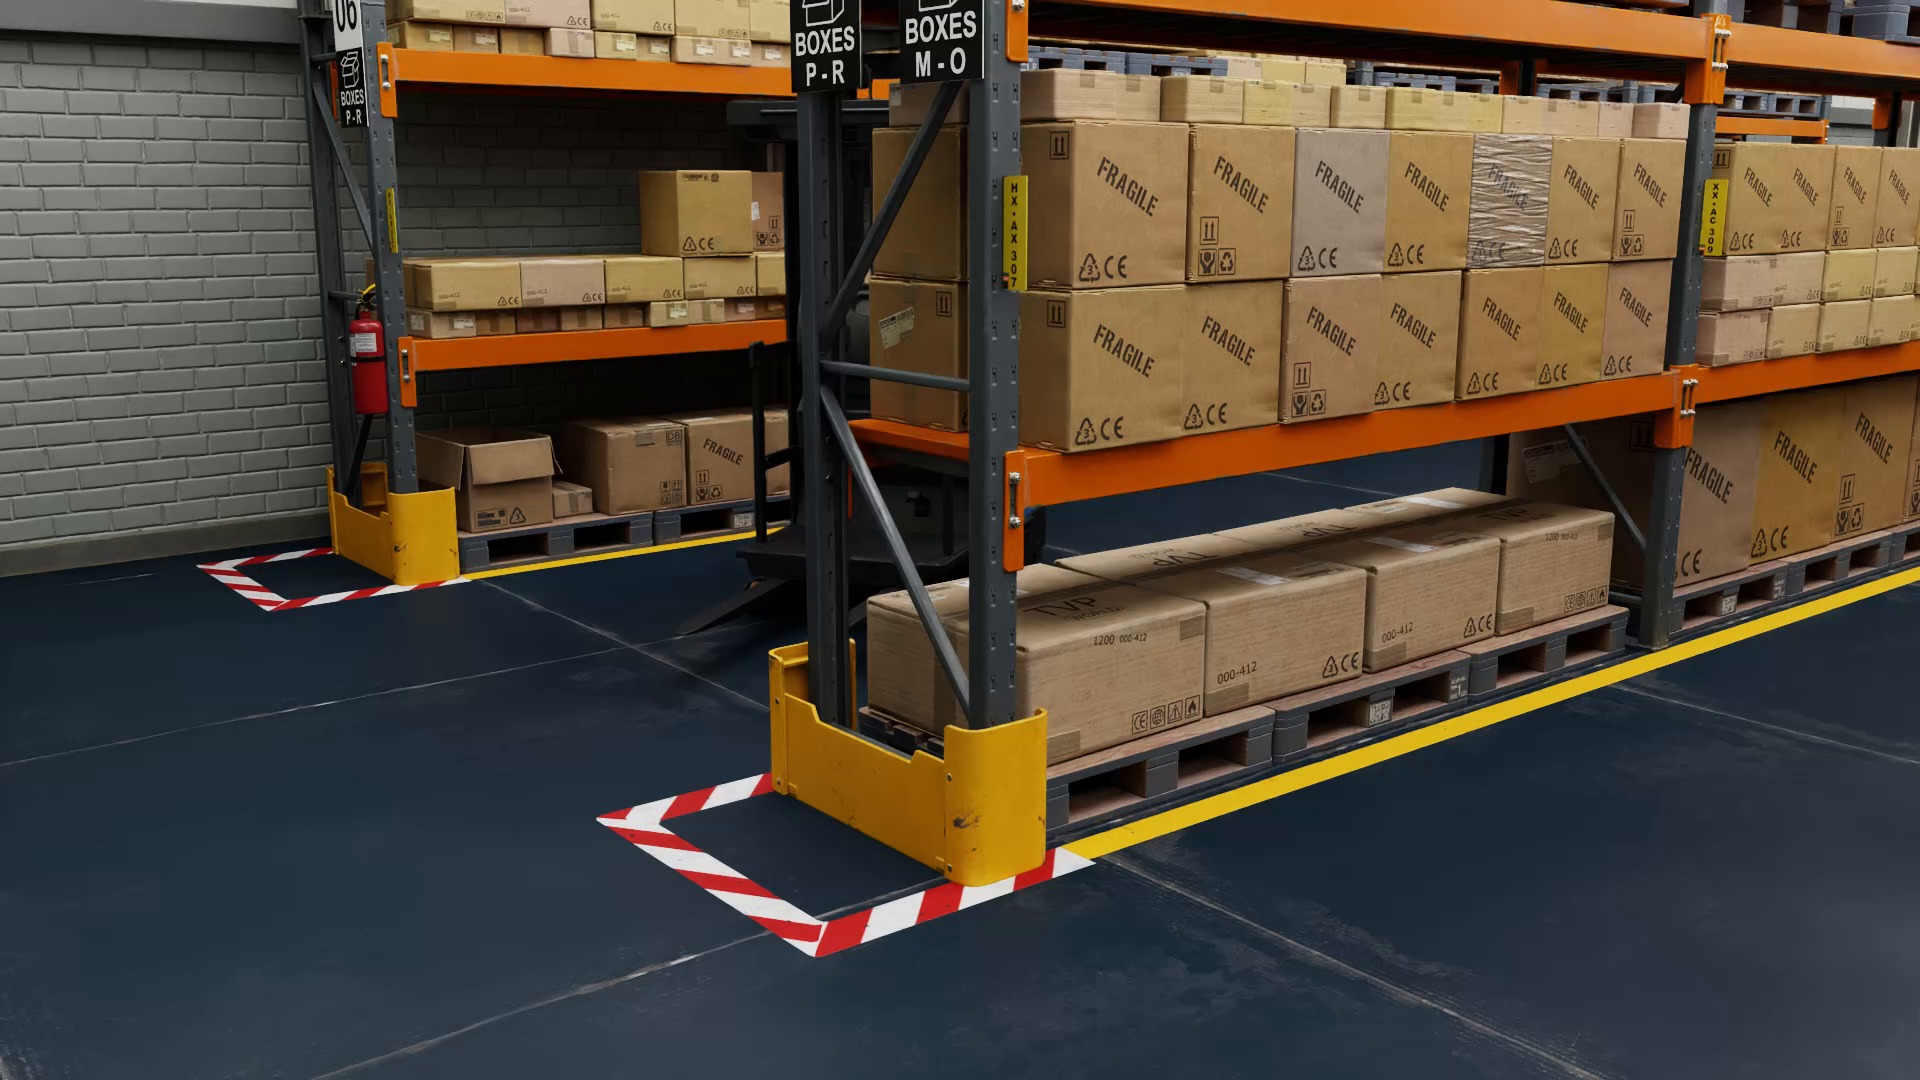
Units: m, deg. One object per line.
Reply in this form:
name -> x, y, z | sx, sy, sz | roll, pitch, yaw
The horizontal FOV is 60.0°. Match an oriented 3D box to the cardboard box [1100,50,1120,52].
cardboard box -> 0.988, -3.672, 12.331 | 0.250, 0.149, 0.380 | -9, 15, -37

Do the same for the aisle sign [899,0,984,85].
aisle sign -> -0.057, -1.731, 4.801 | 0.004, 0.787, 0.394 | -9, 15, -38

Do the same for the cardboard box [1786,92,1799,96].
cardboard box -> 8.751, -4.838, 17.825 | 0.250, 0.149, 0.380 | -10, 16, -39

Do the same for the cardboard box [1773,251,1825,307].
cardboard box -> 3.851, -1.290, 8.138 | 0.500, 0.250, 0.500 | -9, 15, -37

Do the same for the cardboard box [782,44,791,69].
cardboard box -> -1.089, -2.963, 10.247 | 0.250, 0.149, 0.380 | -9, 15, -36

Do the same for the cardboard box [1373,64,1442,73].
cardboard box -> 3.679, -4.183, 13.895 | 0.500, 0.500, 0.500 | -9, 15, -37

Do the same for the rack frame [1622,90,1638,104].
rack frame -> 6.084, -2.877, 16.458 | 0.127, 3.000, 1.000 | -9, 15, -38

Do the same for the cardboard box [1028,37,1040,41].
cardboard box -> 0.319, -3.412, 11.109 | 0.250, 0.149, 0.380 | -9, 15, -37

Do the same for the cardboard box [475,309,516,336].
cardboard box -> -2.688, -1.236, 9.334 | 0.250, 0.149, 0.380 | -9, 15, -36

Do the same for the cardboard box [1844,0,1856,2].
cardboard box -> 4.587, -2.822, 8.288 | 0.258, 0.266, 0.396 | -8, 14, -33

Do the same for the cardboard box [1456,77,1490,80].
cardboard box -> 4.576, -4.254, 15.032 | 0.250, 0.166, 0.380 | -9, 15, -38

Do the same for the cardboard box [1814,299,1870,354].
cardboard box -> 4.263, -1.107, 8.482 | 0.500, 0.250, 0.500 | -10, 15, -38

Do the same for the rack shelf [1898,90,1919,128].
rack shelf -> 7.626, -2.929, 11.210 | 4.000, 0.370, 1.077 | -9, 15, -38

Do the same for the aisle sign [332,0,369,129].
aisle sign -> -3.156, -2.536, 8.589 | 0.004, 0.787, 0.394 | -9, 15, -38

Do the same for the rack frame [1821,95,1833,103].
rack frame -> 9.208, -6.331, 18.280 | 0.127, 3.000, 1.000 | -9, 15, -38

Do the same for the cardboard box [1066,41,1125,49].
cardboard box -> 0.931, -3.508, 11.560 | 0.250, 0.149, 0.380 | -9, 15, -37

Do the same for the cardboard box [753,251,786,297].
cardboard box -> -1.187, -1.676, 10.445 | 0.500, 0.250, 0.500 | -10, 15, -38

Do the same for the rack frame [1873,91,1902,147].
rack frame -> 6.065, -1.554, 10.225 | 0.127, 3.000, 1.000 | -9, 15, -38

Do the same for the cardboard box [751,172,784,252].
cardboard box -> -1.492, -2.128, 10.770 | 0.500, 0.500, 0.500 | -10, 16, -39

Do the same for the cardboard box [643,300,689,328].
cardboard box -> -1.821, -1.355, 9.892 | 0.250, 0.149, 0.380 | -10, 16, -39

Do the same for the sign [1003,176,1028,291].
sign -> 0.160, -0.887, 4.811 | 0.005, 0.325, 0.100 | -9, 15, -38

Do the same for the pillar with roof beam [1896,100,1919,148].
pillar with roof beam -> 15.476, -6.467, 18.921 | 0.400, 9.000, 9.100 | -9, 15, -38

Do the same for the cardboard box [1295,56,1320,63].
cardboard box -> 2.620, -3.832, 13.133 | 0.250, 0.149, 0.380 | -10, 15, -39

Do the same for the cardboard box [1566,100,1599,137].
cardboard box -> 2.425, -1.751, 6.945 | 0.250, 0.149, 0.380 | -9, 15, -38

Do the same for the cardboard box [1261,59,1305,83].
cardboard box -> 2.320, -3.581, 12.911 | 0.500, 0.250, 0.500 | -9, 15, -37

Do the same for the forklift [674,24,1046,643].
forklift -> -0.446, -1.092, 8.215 | 1.130, 2.935, 3.031 | 4, 13, 18

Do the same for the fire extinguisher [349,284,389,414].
fire extinguisher -> -3.112, -1.006, 8.729 | 0.183, 0.674, 0.296 | -9, 15, -38

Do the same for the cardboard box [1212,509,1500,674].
cardboard box -> 1.685, 0.193, 7.154 | 0.875, 0.438, 0.875 | -10, 16, -39

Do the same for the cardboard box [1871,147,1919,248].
cardboard box -> 4.637, -1.787, 8.673 | 0.500, 0.500, 0.500 | -10, 15, -39

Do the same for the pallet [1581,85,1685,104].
pallet -> 6.734, -4.416, 16.697 | 1.213, 0.211, 1.003 | -9, 15, -38

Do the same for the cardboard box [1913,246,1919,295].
cardboard box -> 5.060, -1.484, 9.054 | 0.500, 0.250, 0.500 | -10, 16, -39

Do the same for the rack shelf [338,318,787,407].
rack shelf -> -1.724, -1.228, 10.422 | 4.000, 0.370, 1.077 | -9, 15, -38

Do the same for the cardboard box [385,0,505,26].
cardboard box -> -2.769, -2.873, 8.861 | 0.500, 0.250, 0.500 | -10, 15, -38

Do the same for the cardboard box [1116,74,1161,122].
cardboard box -> 0.428, -1.418, 5.375 | 0.250, 0.149, 0.380 | -9, 15, -36

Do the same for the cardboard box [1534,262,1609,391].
cardboard box -> 2.340, -0.914, 6.973 | 0.500, 0.500, 0.500 | -10, 16, -39

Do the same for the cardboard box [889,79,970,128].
cardboard box -> -0.027, -1.450, 5.527 | 0.250, 0.149, 0.380 | -9, 15, -37

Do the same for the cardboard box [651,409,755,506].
cardboard box -> -1.582, -0.524, 10.382 | 0.500, 0.500, 0.500 | -9, 15, -37

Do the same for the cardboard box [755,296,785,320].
cardboard box -> -1.306, -1.477, 10.466 | 0.250, 0.149, 0.380 | -9, 15, -37

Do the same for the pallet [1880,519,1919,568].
pallet -> 5.402, -0.100, 10.090 | 1.213, 0.211, 1.003 | -9, 15, -38

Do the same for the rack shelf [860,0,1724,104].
rack shelf -> 1.380, -1.891, 6.322 | 4.000, 0.370, 1.077 | -9, 15, -38

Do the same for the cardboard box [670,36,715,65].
cardboard box -> -1.634, -2.852, 9.720 | 0.250, 0.149, 0.380 | -9, 15, -38

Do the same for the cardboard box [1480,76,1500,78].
cardboard box -> 4.813, -4.184, 14.744 | 0.250, 0.149, 0.380 | -10, 15, -38

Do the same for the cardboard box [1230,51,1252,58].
cardboard box -> 2.006, -3.738, 12.692 | 0.250, 0.149, 0.380 | -9, 15, -37

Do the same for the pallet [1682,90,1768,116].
pallet -> 7.686, -4.574, 17.438 | 1.213, 0.211, 1.003 | -9, 15, -38

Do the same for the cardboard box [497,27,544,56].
cardboard box -> -2.492, -2.737, 9.181 | 0.250, 0.149, 0.380 | -9, 15, -37

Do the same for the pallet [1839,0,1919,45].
pallet -> 4.724, -2.691, 8.813 | 1.213, 0.211, 1.003 | -9, 15, -35

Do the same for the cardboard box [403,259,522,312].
cardboard box -> -2.763, -1.408, 9.182 | 0.500, 0.250, 0.500 | -9, 15, -37

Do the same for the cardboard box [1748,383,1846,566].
cardboard box -> 4.076, -0.413, 8.956 | 0.875, 0.875, 0.875 | -9, 15, -36

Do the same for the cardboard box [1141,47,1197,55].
cardboard box -> 1.504, -3.616, 12.068 | 0.250, 0.149, 0.380 | -9, 15, -36

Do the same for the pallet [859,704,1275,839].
pallet -> 0.393, 0.732, 6.174 | 1.213, 0.211, 1.003 | -9, 15, -38

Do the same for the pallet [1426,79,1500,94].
pallet -> 4.306, -3.982, 14.891 | 1.213, 0.211, 1.003 | -9, 15, -35

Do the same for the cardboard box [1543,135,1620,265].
cardboard box -> 2.344, -1.402, 6.863 | 0.500, 0.500, 0.500 | -10, 15, -38

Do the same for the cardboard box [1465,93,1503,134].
cardboard box -> 1.862, -1.643, 6.435 | 0.250, 0.149, 0.380 | -10, 15, -39

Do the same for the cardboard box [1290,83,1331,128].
cardboard box -> 1.069, -1.513, 5.821 | 0.250, 0.149, 0.380 | -9, 15, -37

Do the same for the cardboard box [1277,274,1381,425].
cardboard box -> 1.158, -0.714, 6.027 | 0.500, 0.500, 0.500 | -10, 15, -38

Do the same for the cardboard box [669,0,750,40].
cardboard box -> -1.588, -3.078, 9.824 | 0.500, 0.250, 0.500 | -10, 15, -39

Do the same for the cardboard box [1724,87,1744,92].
cardboard box -> 7.671, -4.885, 17.192 | 0.637, 0.503, 0.797 | -9, 15, -36

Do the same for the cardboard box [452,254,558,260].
cardboard box -> -2.689, -1.562, 9.908 | 0.500, 0.250, 0.500 | -9, 15, -37

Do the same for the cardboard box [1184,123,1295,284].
cardboard box -> 0.770, -1.138, 5.619 | 0.500, 0.500, 0.500 | -10, 16, -39
